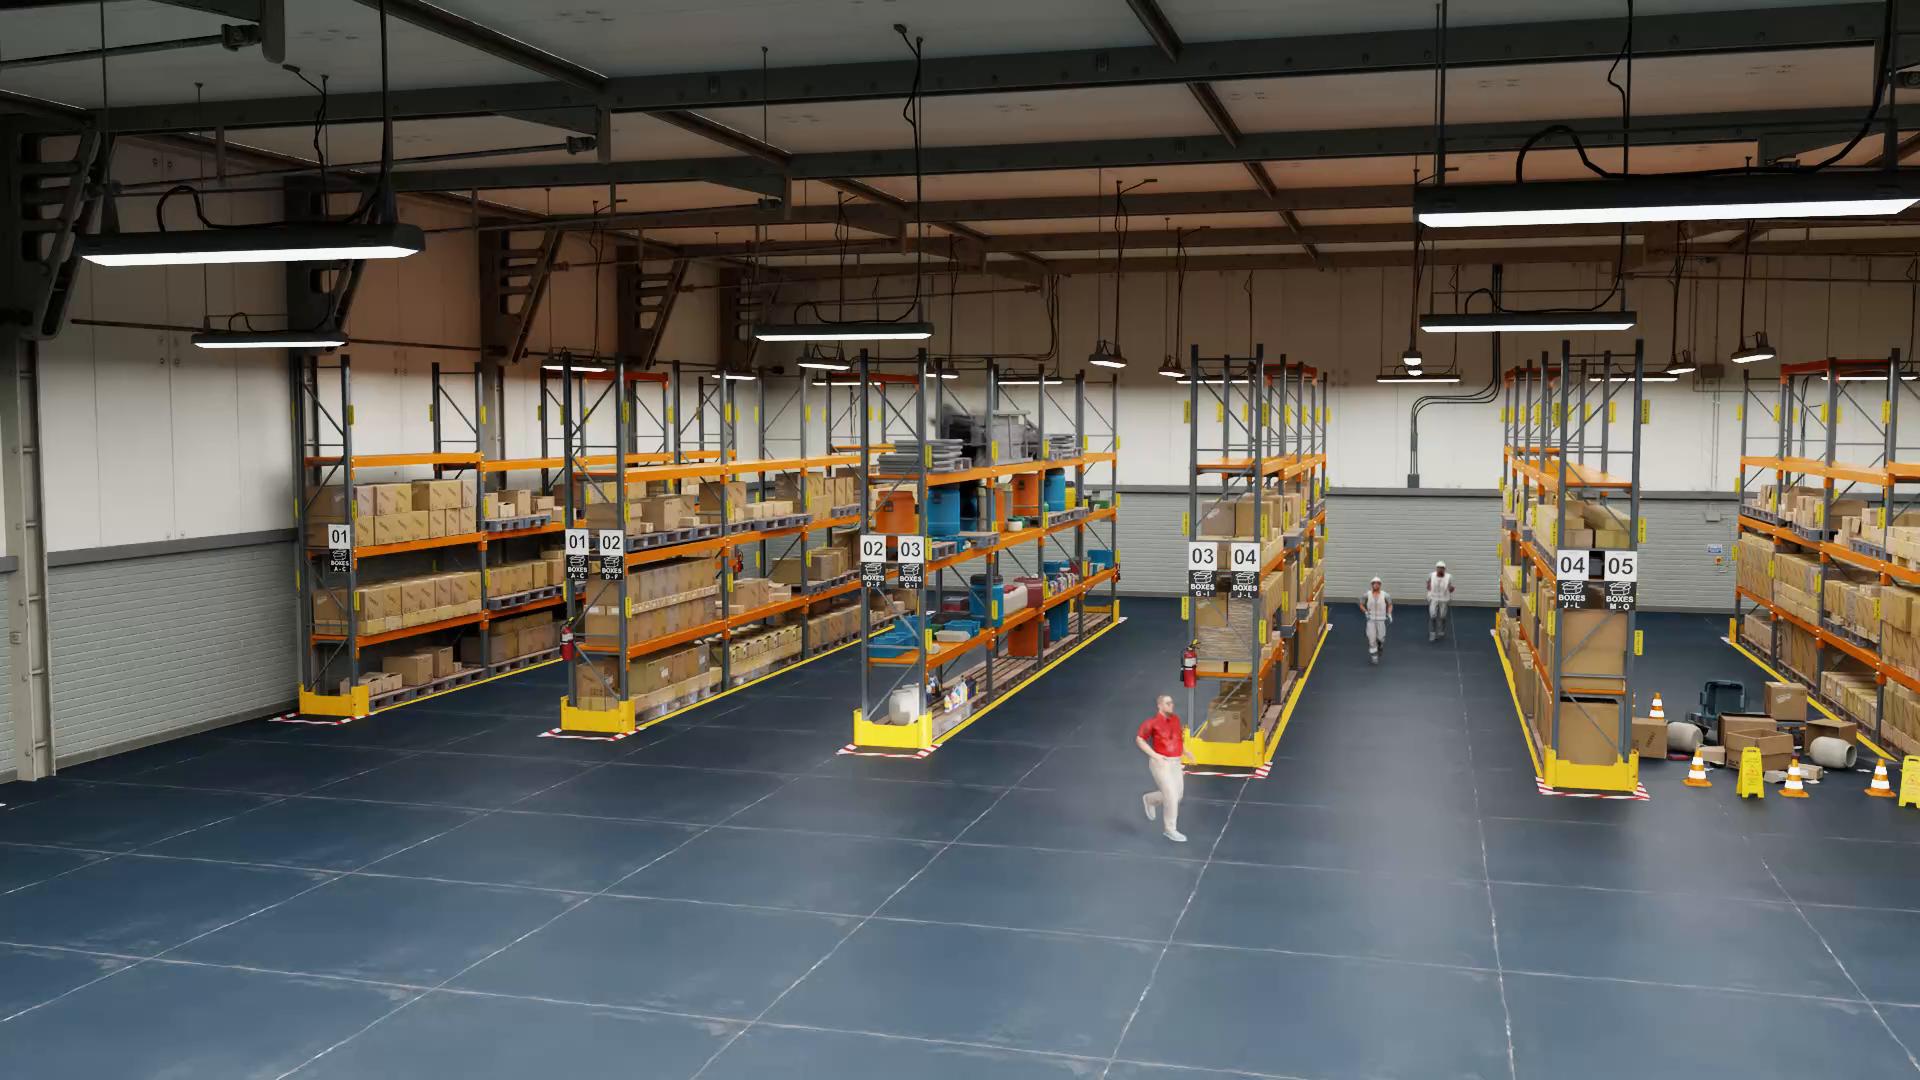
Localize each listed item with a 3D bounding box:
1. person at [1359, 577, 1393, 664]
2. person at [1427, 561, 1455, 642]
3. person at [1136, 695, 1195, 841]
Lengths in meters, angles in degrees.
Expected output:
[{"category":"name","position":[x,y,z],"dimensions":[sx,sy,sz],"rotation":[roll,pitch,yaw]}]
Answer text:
[{"category":"person","position":[8.394,1.622,33.580],"dimensions":[0.657,1.742,0.601],"rotation":[1,4,14]},{"category":"person","position":[10.657,1.371,36.895],"dimensions":[0.610,1.820,0.856],"rotation":[1,5,18]},{"category":"person","position":[2.408,2.688,19.805],"dimensions":[0.663,1.705,0.753],"rotation":[-4,6,-42]}]
